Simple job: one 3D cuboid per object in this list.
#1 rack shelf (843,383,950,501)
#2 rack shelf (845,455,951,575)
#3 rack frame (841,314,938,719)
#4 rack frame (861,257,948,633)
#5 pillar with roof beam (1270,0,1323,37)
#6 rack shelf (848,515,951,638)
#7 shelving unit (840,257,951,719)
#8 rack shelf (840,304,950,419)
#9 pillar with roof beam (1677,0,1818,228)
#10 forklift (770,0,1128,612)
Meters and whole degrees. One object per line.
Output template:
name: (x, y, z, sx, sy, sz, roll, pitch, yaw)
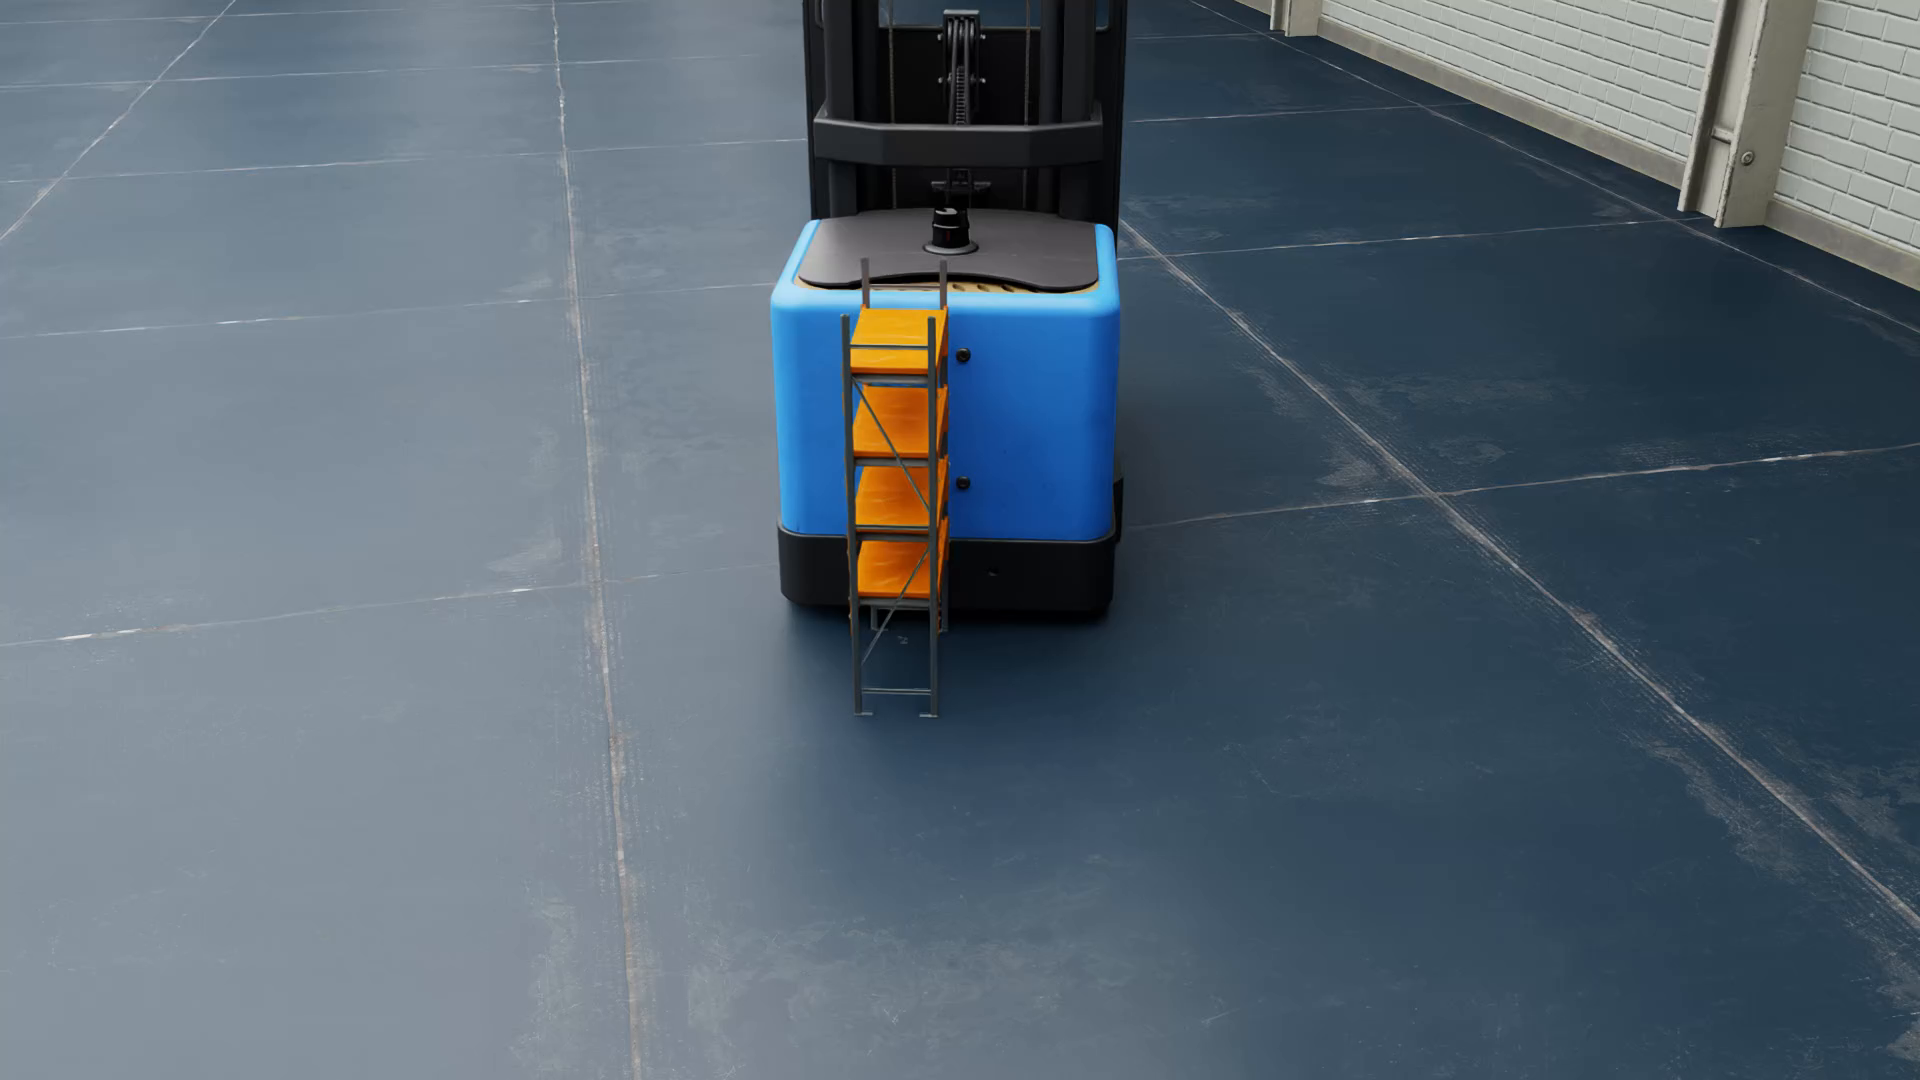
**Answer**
rack shelf: (-0.169, -0.281, 4.628, 0.258, 0.148, 0.480, 1, 27, 3)
rack shelf: (-0.169, -0.081, 4.729, 0.258, 0.148, 0.480, 1, 27, 3)
rack frame: (-0.182, -0.031, 4.481, 0.240, 1.200, 0.015, 1, 27, 3)
rack frame: (-0.156, -0.251, 4.916, 0.240, 1.200, 0.015, 1, 27, 3)
pillar with roof beam: (-1.259, -8.035, 11.681, 9.100, 9.000, 0.400, -6, 27, -12)
rack shelf: (-0.169, 0.096, 4.818, 0.258, 0.148, 0.480, 1, 27, 3)
shelving unit: (-0.169, -0.141, 4.698, 0.258, 1.200, 0.503, 1, 27, 3)
rack shelf: (-0.169, -0.492, 4.521, 0.258, 0.148, 0.480, 1, 27, 3)
pillar with roof beam: (0.093, -5.401, 6.463, 9.100, 9.000, 0.400, -6, 27, -12)
forklift: (0.030, -1.713, 5.890, 1.130, 2.935, 3.031, 1, 27, 3)
